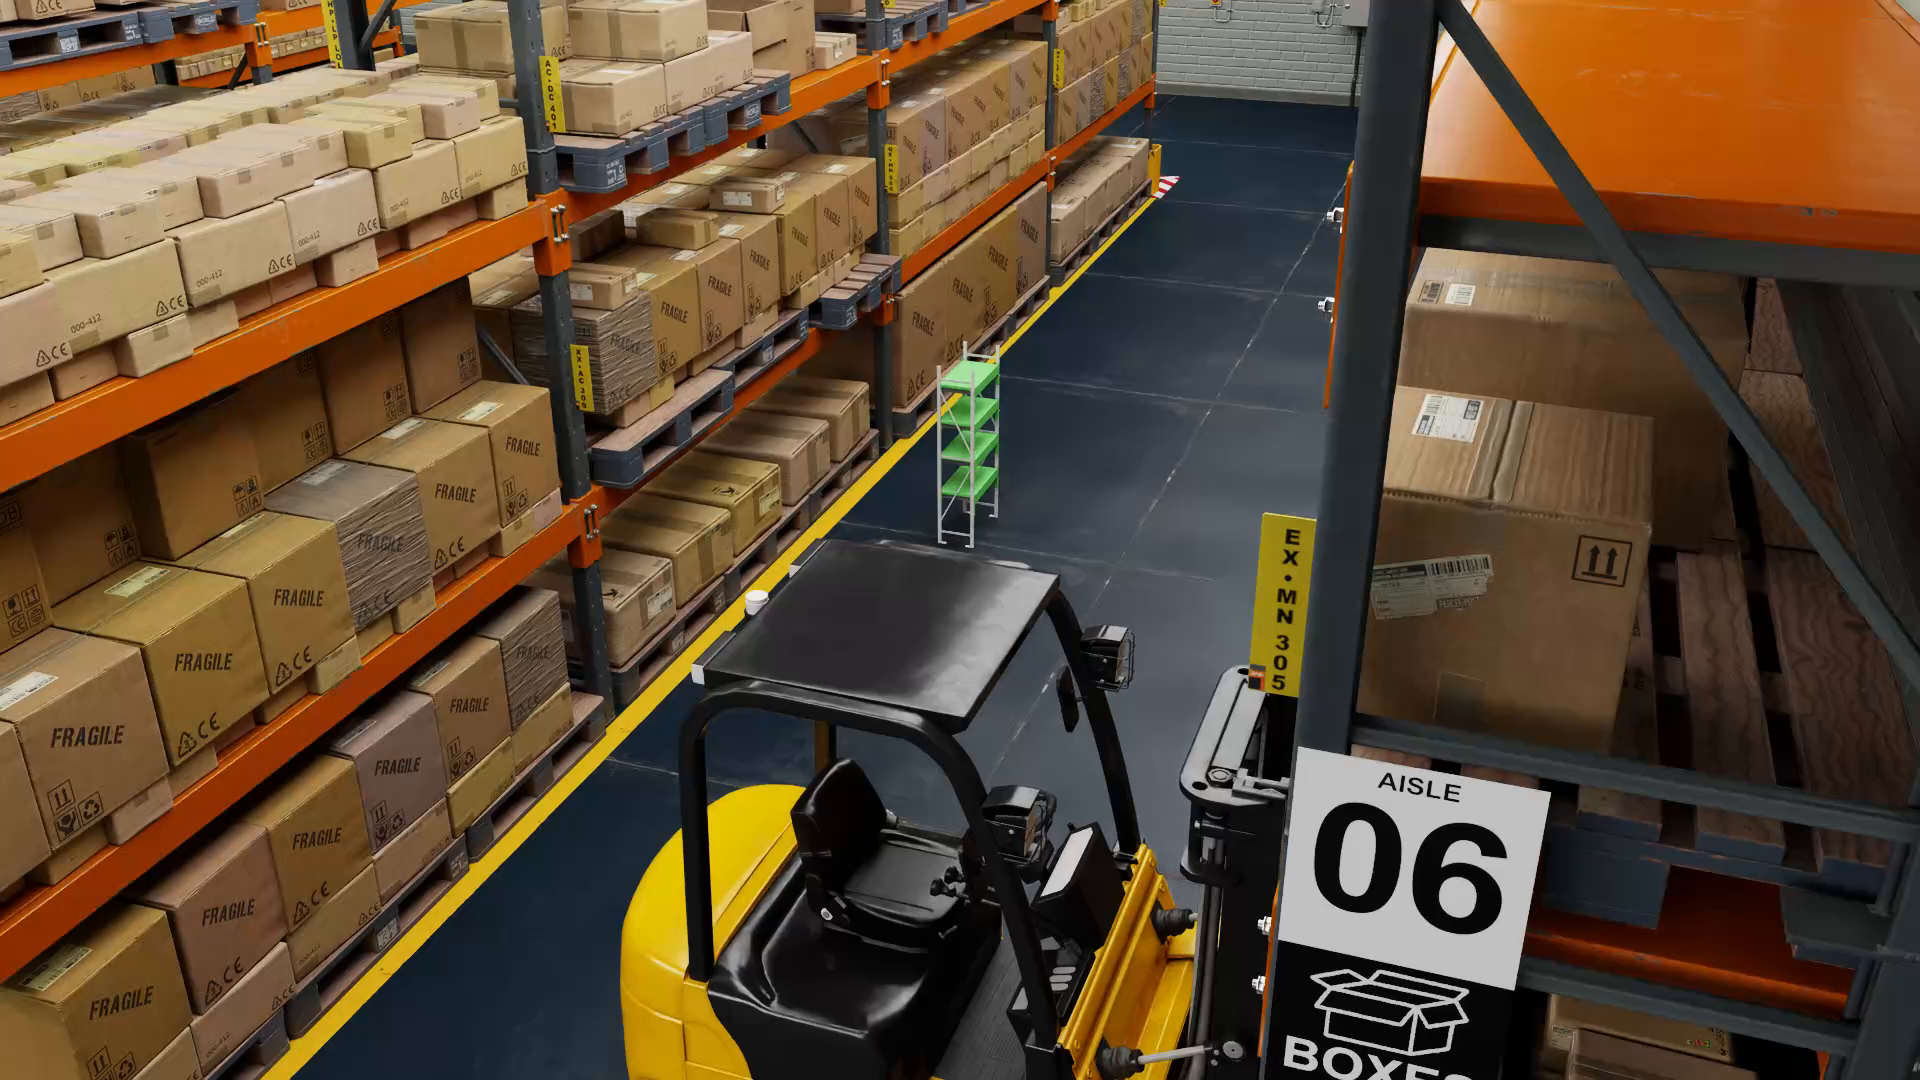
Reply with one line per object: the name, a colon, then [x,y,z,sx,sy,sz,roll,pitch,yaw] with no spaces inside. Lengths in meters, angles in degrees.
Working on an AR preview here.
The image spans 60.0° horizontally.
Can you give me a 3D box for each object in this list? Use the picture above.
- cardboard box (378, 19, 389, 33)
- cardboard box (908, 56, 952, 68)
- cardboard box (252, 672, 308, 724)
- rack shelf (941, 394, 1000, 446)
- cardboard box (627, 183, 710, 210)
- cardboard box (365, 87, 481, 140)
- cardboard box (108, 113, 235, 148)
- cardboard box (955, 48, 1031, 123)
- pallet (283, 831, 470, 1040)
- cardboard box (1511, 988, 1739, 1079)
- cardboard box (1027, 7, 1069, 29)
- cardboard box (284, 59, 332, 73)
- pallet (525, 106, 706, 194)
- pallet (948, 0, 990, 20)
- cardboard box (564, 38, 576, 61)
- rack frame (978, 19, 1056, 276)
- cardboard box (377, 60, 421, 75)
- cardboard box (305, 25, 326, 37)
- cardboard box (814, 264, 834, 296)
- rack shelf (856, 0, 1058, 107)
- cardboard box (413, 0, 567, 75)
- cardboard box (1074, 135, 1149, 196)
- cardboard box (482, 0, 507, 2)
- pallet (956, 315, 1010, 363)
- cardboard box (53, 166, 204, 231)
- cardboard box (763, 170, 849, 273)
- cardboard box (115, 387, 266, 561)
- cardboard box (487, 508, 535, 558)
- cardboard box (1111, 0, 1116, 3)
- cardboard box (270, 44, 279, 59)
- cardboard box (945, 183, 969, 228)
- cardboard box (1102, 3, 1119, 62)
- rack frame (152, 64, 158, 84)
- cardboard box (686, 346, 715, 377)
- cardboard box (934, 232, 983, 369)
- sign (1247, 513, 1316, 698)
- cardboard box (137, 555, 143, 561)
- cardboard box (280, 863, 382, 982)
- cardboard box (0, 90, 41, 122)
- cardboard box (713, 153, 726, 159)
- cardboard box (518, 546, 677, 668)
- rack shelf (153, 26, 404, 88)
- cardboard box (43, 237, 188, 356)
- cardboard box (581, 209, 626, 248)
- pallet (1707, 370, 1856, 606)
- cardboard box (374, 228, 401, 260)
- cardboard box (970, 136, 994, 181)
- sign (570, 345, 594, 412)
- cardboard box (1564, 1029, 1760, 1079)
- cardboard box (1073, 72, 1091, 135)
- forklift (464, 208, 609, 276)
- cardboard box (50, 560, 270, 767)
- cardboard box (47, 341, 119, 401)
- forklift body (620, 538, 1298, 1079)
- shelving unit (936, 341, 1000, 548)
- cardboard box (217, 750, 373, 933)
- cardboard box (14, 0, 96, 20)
cardboard box: [-7.473,-6.516,21.054,0.380,0.149,0.250,9,27,18]
cardboard box: [-0.381,-3.679,13.645,0.500,0.500,0.500,8,27,16]
cardboard box: [-2.771,0.560,6.440,0.380,0.149,0.250,8,27,16]
rack shelf: [0.055,-0.767,10.552,0.258,0.148,0.480,9,27,17]
cardboard box: [-1.687,-1.880,10.254,0.500,0.500,0.500,9,27,18]
cardboard box: [-2.227,-1.770,6.896,0.380,0.149,0.250,8,27,16]
cardboard box: [-3.028,-1.537,6.413,0.380,0.149,0.250,8,27,16]
cardboard box: [0.272,-3.803,13.901,0.500,0.500,0.500,9,27,18]
pallet: [-2.907,1.585,7.235,1.003,0.211,1.213,9,27,17]
cardboard box: [1.617,1.482,4.132,0.500,0.500,0.500,10,27,19]
cardboard box: [0.769,-4.729,15.068,0.380,0.149,0.250,9,27,18]
cardboard box: [-8.105,-5.407,20.432,0.875,0.875,0.875,9,27,17]
pallet: [-2.007,-1.958,8.126,1.213,0.211,1.003,9,27,17]
pallet: [-0.448,-4.096,12.541,1.003,0.211,1.213,10,28,20]
cardboard box: [-2.082,-2.394,8.501,0.500,0.250,0.500,9,27,18]
rack frame: [0.349,-3.742,15.037,1.000,3.000,0.127,9,27,17]
cardboard box: [-5.177,-4.344,15.404,0.380,0.149,0.250,8,27,17]
cardboard box: [-7.914,-6.234,20.014,0.500,0.250,0.500,8,27,16]
cardboard box: [-1.023,-1.672,10.568,0.380,0.149,0.250,7,27,15]
rack shelf: [-0.316,-3.946,12.842,1.077,0.370,4.000,9,27,17]
cardboard box: [-2.240,-2.408,7.955,0.500,0.250,0.500,9,27,19]
cardboard box: [1.555,-4.136,18.308,0.875,0.438,0.875,8,27,16]
cardboard box: [-4.451,-5.280,16.609,0.500,0.500,0.500,8,27,16]
pallet: [-0.241,-1.656,13.928,1.003,0.211,1.213,9,27,17]
cardboard box: [-2.797,-1.144,5.602,0.380,0.149,0.250,9,27,19]
cardboard box: [-1.033,-2.025,10.552,0.500,0.500,0.500,8,27,17]
cardboard box: [-3.135,-0.297,6.319,0.700,0.500,0.500,9,27,17]
cardboard box: [-2.209,-0.062,7.723,0.380,0.149,0.250,9,27,19]
cardboard box: [1.377,-5.464,16.587,0.380,0.149,0.250,9,27,19]
cardboard box: [-8.153,-5.672,19.311,0.380,0.149,0.250,9,27,18]
cardboard box: [-0.247,-2.624,12.899,0.500,0.250,0.500,10,27,19]
cardboard box: [1.262,-5.020,16.414,0.500,0.500,0.500,9,27,17]
rack frame: [-8.996,-5.179,18.005,1.000,3.000,0.127,9,27,17]
cardboard box: [-1.592,-1.040,9.263,0.380,0.149,0.250,9,27,18]
cardboard box: [-0.373,-1.969,13.330,0.875,0.875,0.875,9,27,18]
sign: [0.531,0.110,2.713,0.100,0.325,0.005,9,27,17]
cardboard box: [-3.196,0.132,6.580,0.500,0.500,0.500,9,27,18]
cardboard box: [-2.768,1.512,6.859,0.500,0.250,0.500,11,28,21]
cardboard box: [-9.404,-4.369,16.217,0.500,0.500,0.500,9,27,18]
cardboard box: [-2.990,-4.601,19.600,0.380,0.149,0.250,10,27,19]
cardboard box: [-2.141,0.323,9.174,0.950,0.372,0.625,9,27,18]
rack shelf: [-8.330,-5.677,19.859,1.077,0.370,4.000,9,27,17]
cardboard box: [-2.900,-0.817,5.383,0.500,0.250,0.500,10,27,19]
cardboard box: [-2.086,-1.738,9.215,0.380,0.149,0.250,8,27,15]
pallet: [1.702,-0.192,4.365,1.003,0.211,1.213,9,27,17]
cardboard box: [-2.489,-1.221,6.675,0.380,0.149,0.250,8,27,16]
cardboard box: [-0.048,-3.050,13.206,0.500,0.250,0.500,9,27,18]
sign: [-1.799,-0.769,7.902,0.100,0.325,0.005,9,27,17]
cardboard box: [1.499,1.230,3.568,0.380,0.149,0.250,10,27,19]
cardboard box: [0.924,-4.148,15.761,0.500,0.500,0.500,9,27,18]
forklift: [-3.114,-1.923,11.359,1.130,2.935,3.031,10,28,19]
cardboard box: [-2.887,0.433,5.957,0.500,0.500,0.500,8,27,16]
cardboard box: [-2.960,-0.577,5.345,0.380,0.149,0.250,8,27,16]
forklift body: [-0.051,1.246,5.709,2.313,2.155,1.214,9,27,17]
shelving unit: [0.055,-0.608,10.629,0.258,1.200,0.503,9,27,17]
cardboard box: [-2.763,1.179,6.686,0.500,0.500,0.500,9,27,18]
cardboard box: [-5.998,-3.649,10.690,0.500,0.500,0.500,9,27,17]
